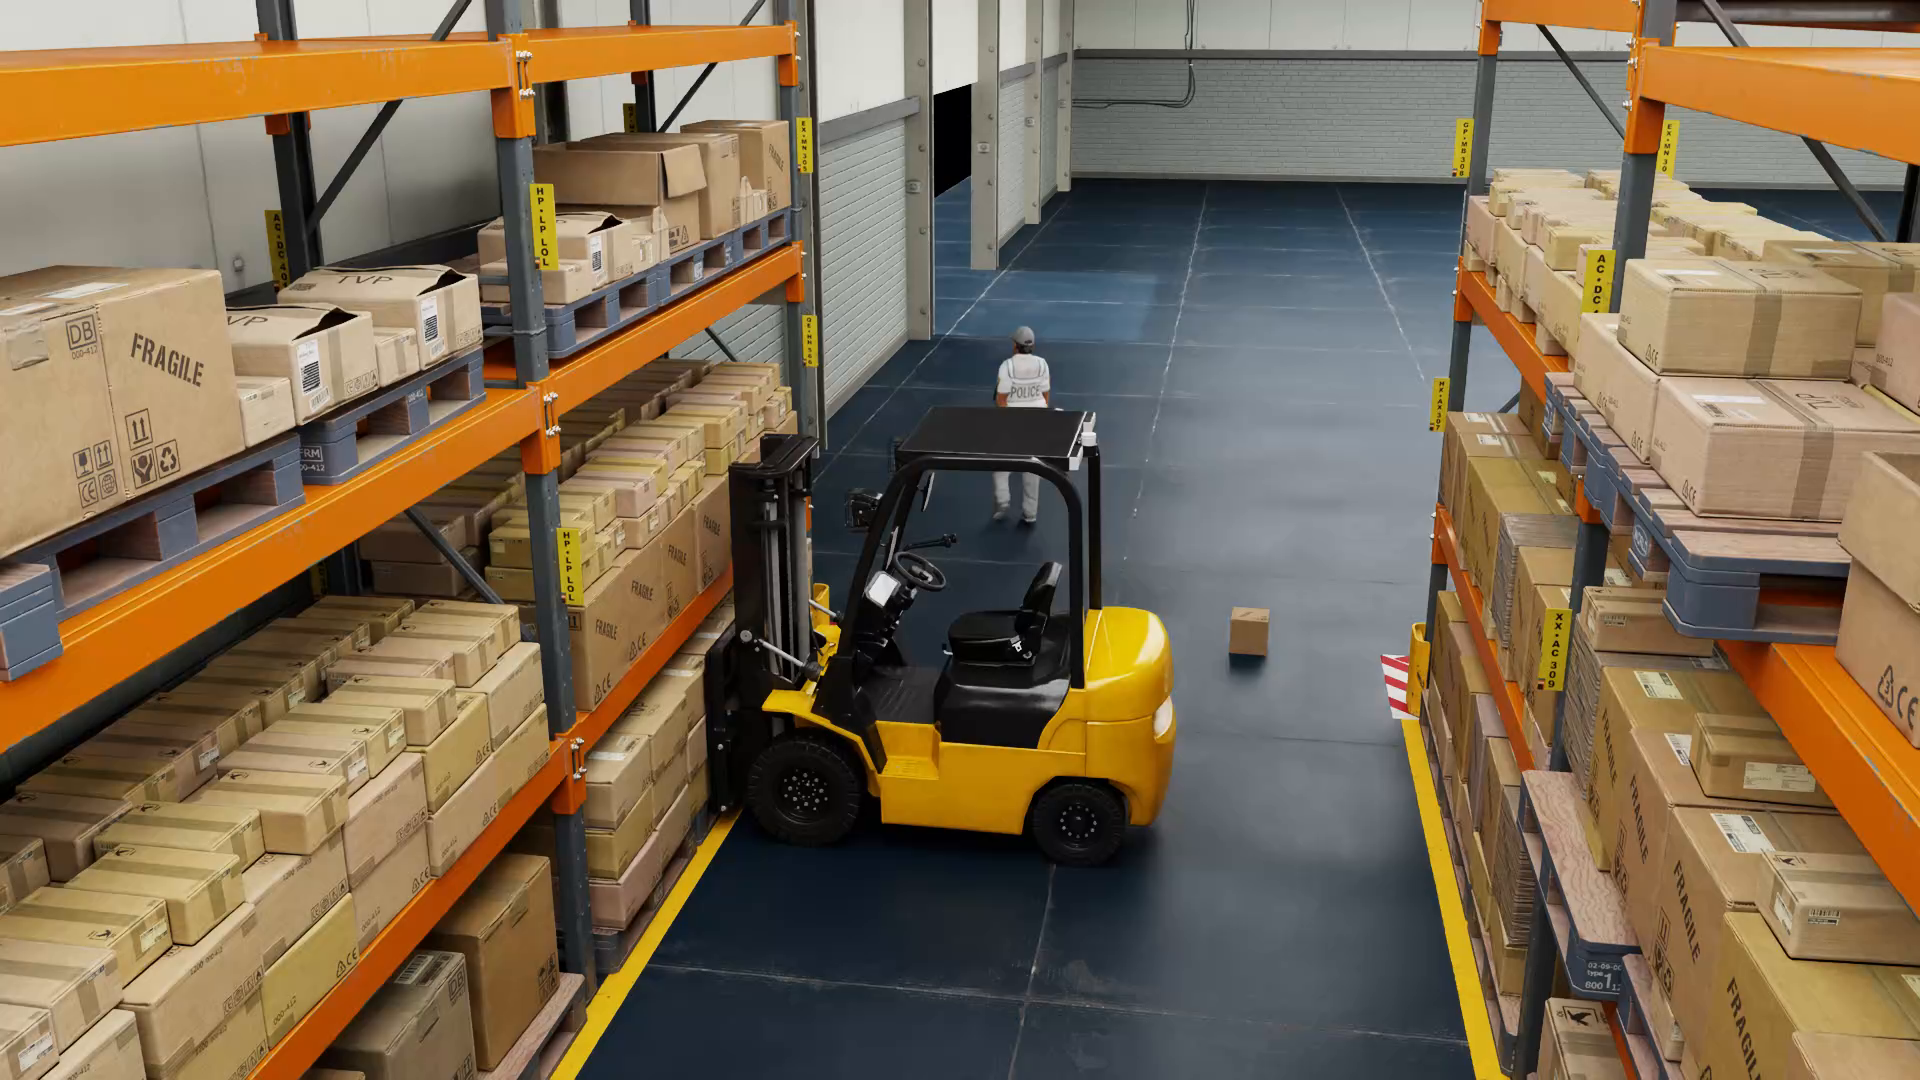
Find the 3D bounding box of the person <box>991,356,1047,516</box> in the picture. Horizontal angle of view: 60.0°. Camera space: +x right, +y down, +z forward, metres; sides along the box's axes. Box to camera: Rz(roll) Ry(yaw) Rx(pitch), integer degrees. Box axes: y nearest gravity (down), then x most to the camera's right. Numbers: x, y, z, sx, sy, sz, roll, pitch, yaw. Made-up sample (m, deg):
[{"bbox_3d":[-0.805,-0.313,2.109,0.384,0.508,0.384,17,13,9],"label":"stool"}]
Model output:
[{"bbox_3d":[0.506,-0.911,14.029,0.445,1.345,0.492,-5,19,-14],"label":"person"}]
